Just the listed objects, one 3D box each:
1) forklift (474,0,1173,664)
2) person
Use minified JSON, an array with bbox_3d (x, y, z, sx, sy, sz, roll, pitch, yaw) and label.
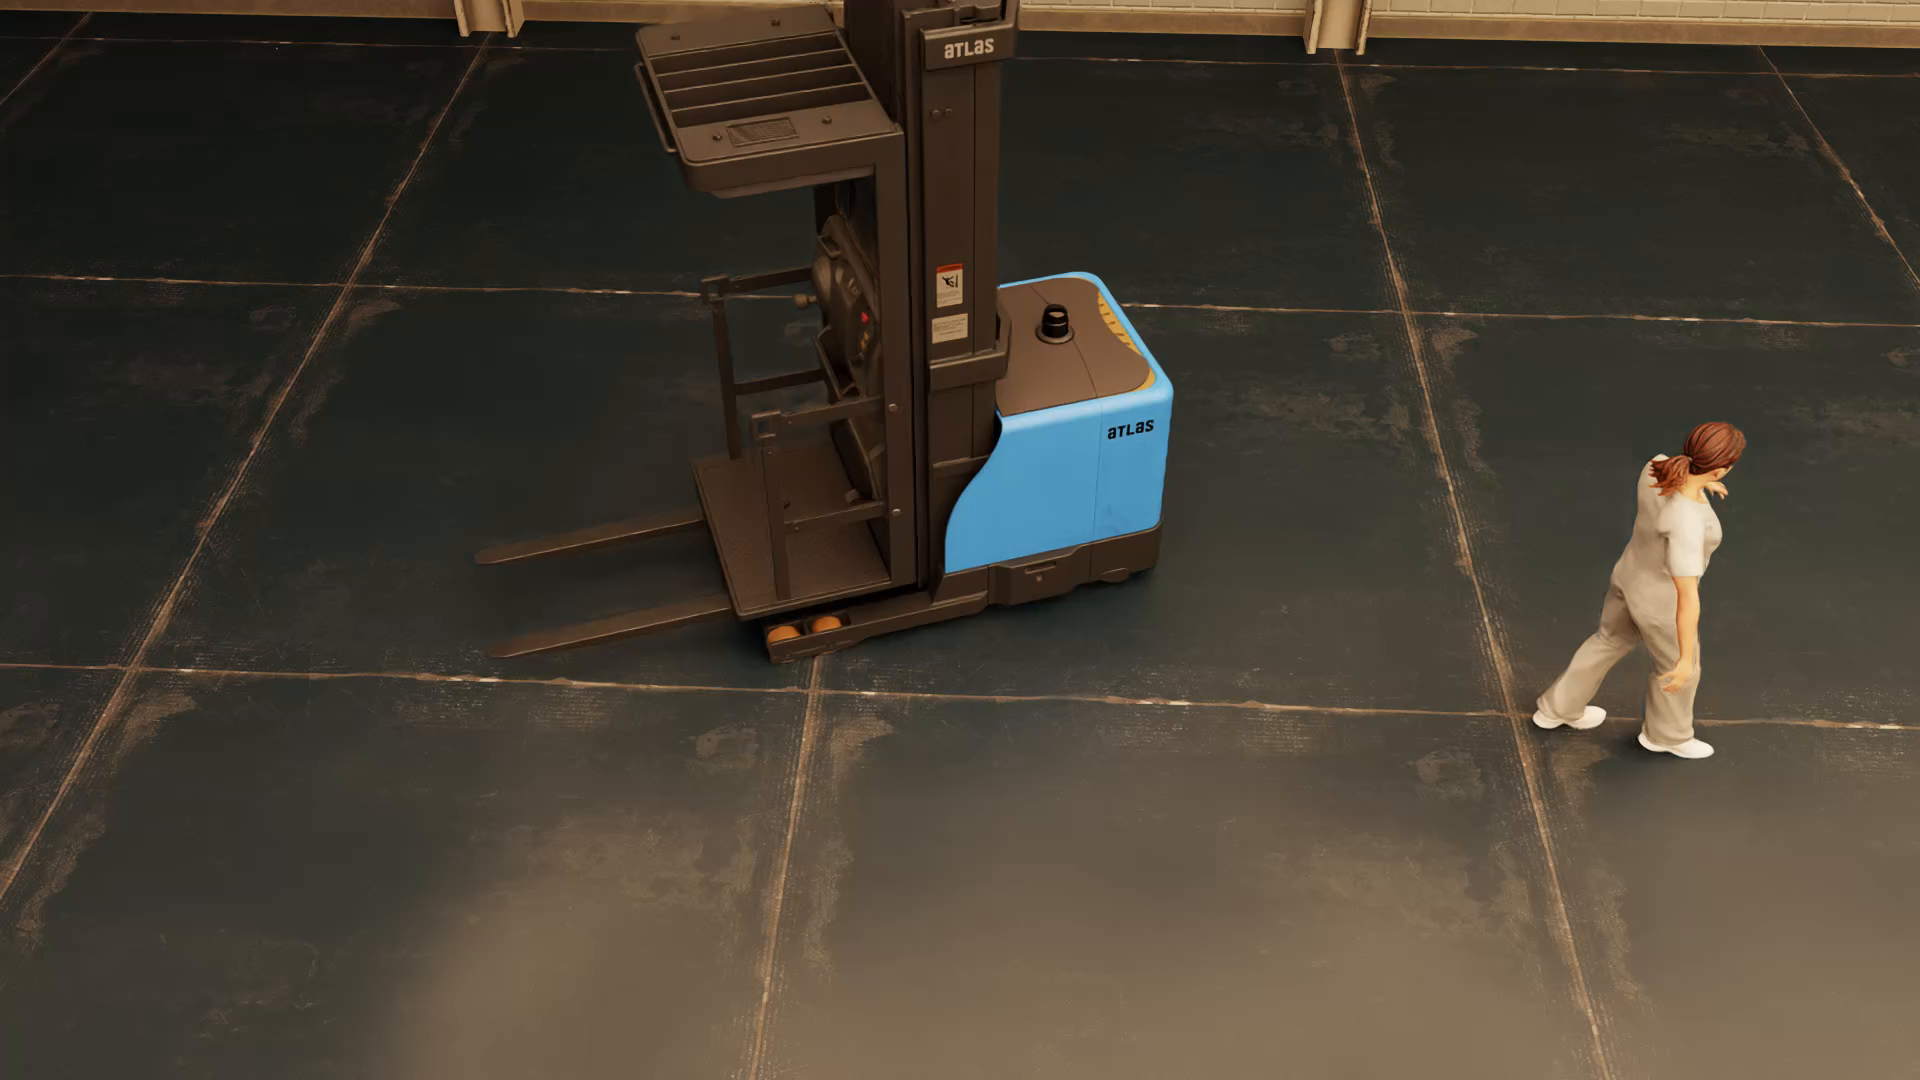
[{"bbox_3d":[-0.651,-0.942,6.774,3.031,2.935,1.130,-12,44,-13],"label":"forklift"},{"bbox_3d":[2.787,0.229,6.458,0.707,1.665,0.881,-2,42,-3],"label":"person"}]
